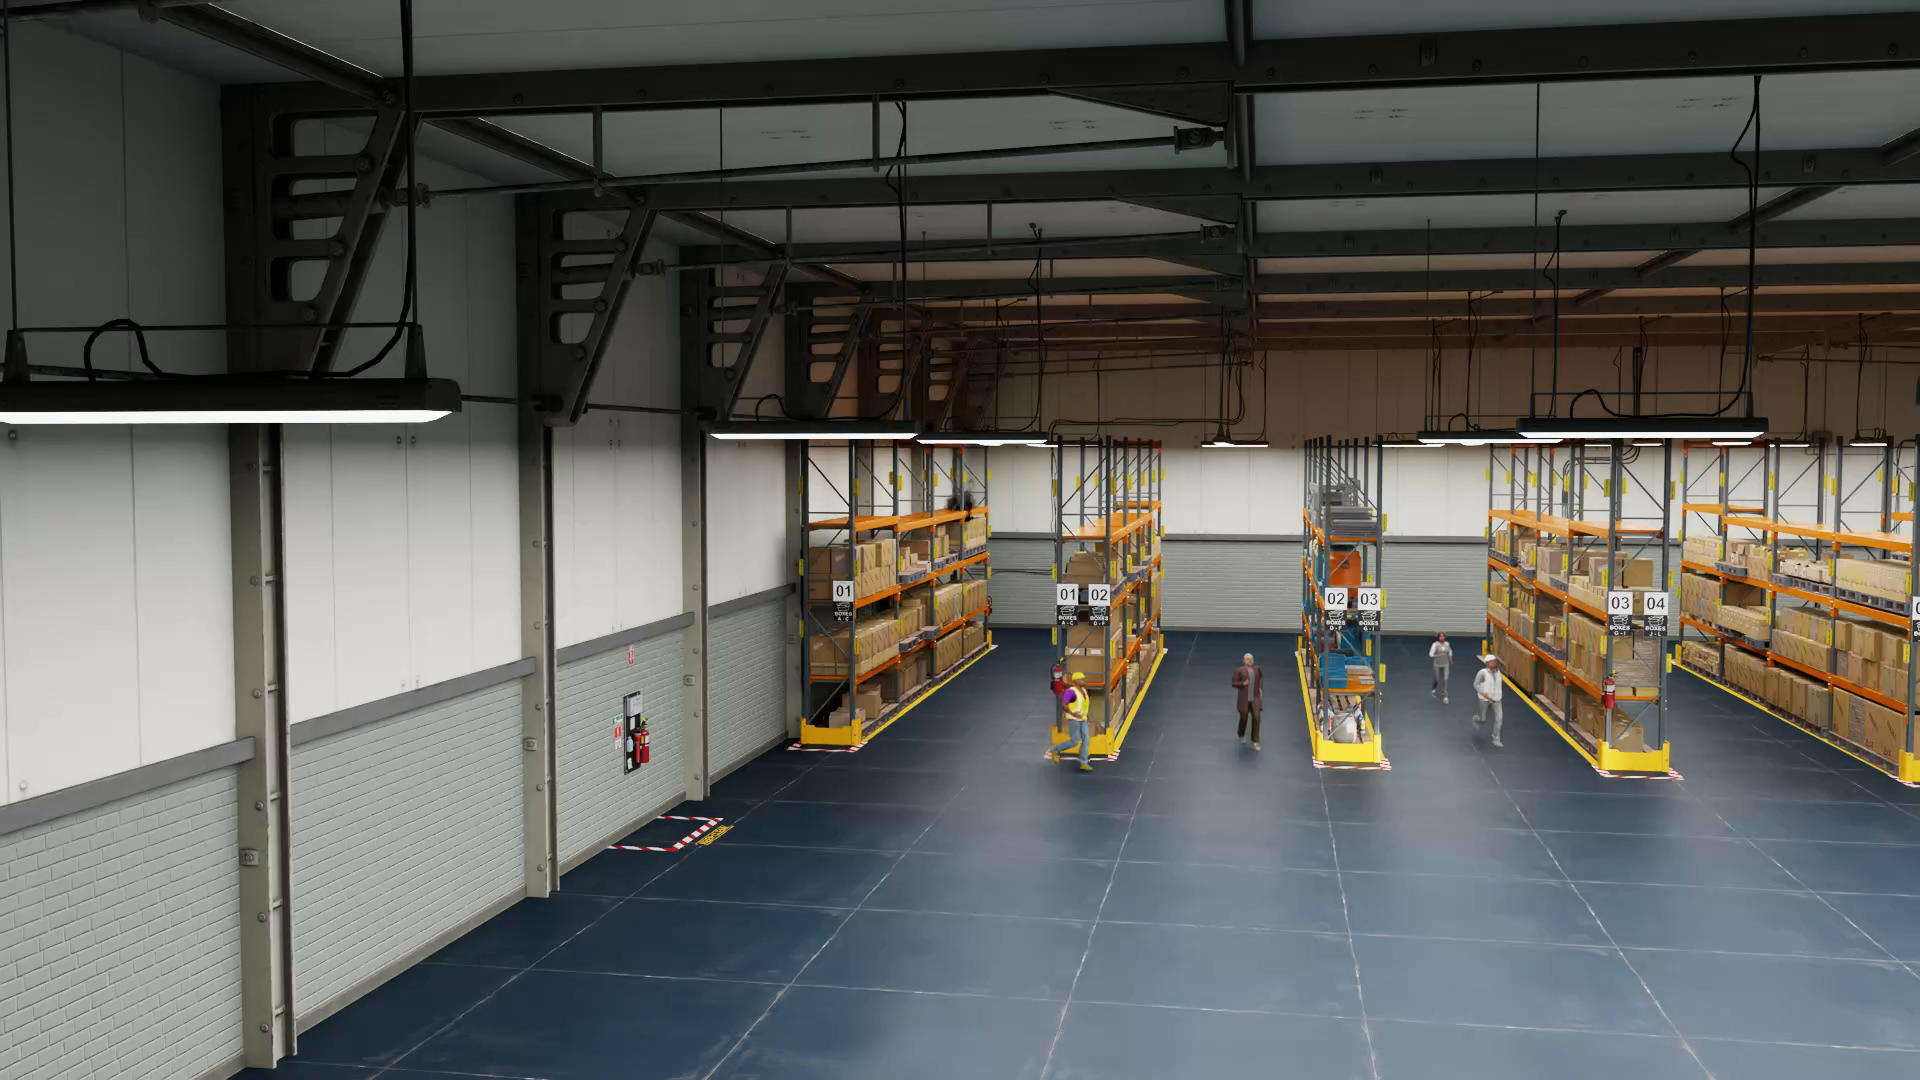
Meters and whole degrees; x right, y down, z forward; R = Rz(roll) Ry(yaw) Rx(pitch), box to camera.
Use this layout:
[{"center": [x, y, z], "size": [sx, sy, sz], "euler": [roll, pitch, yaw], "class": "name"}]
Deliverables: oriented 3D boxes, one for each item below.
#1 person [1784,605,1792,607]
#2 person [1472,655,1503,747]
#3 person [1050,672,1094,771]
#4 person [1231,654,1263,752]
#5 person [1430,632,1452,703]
[{"center": [21.472, 2.527, 43.030], "size": [0.484, 1.680, 0.936], "euler": [0, 3, 0], "class": "person"}, {"center": [10.347, 3.072, 32.523], "size": [0.642, 1.670, 1.002], "euler": [0, 3, -5], "class": "person"}, {"center": [2.115, 3.246, 29.930], "size": [0.858, 1.737, 0.768], "euler": [2, 4, 34], "class": "person"}, {"center": [5.531, 3.086, 31.898], "size": [0.690, 1.819, 0.910], "euler": [0, 3, -5], "class": "person"}, {"center": [10.930, 2.871, 37.770], "size": [0.544, 1.586, 0.879], "euler": [0, 3, 3], "class": "person"}]
